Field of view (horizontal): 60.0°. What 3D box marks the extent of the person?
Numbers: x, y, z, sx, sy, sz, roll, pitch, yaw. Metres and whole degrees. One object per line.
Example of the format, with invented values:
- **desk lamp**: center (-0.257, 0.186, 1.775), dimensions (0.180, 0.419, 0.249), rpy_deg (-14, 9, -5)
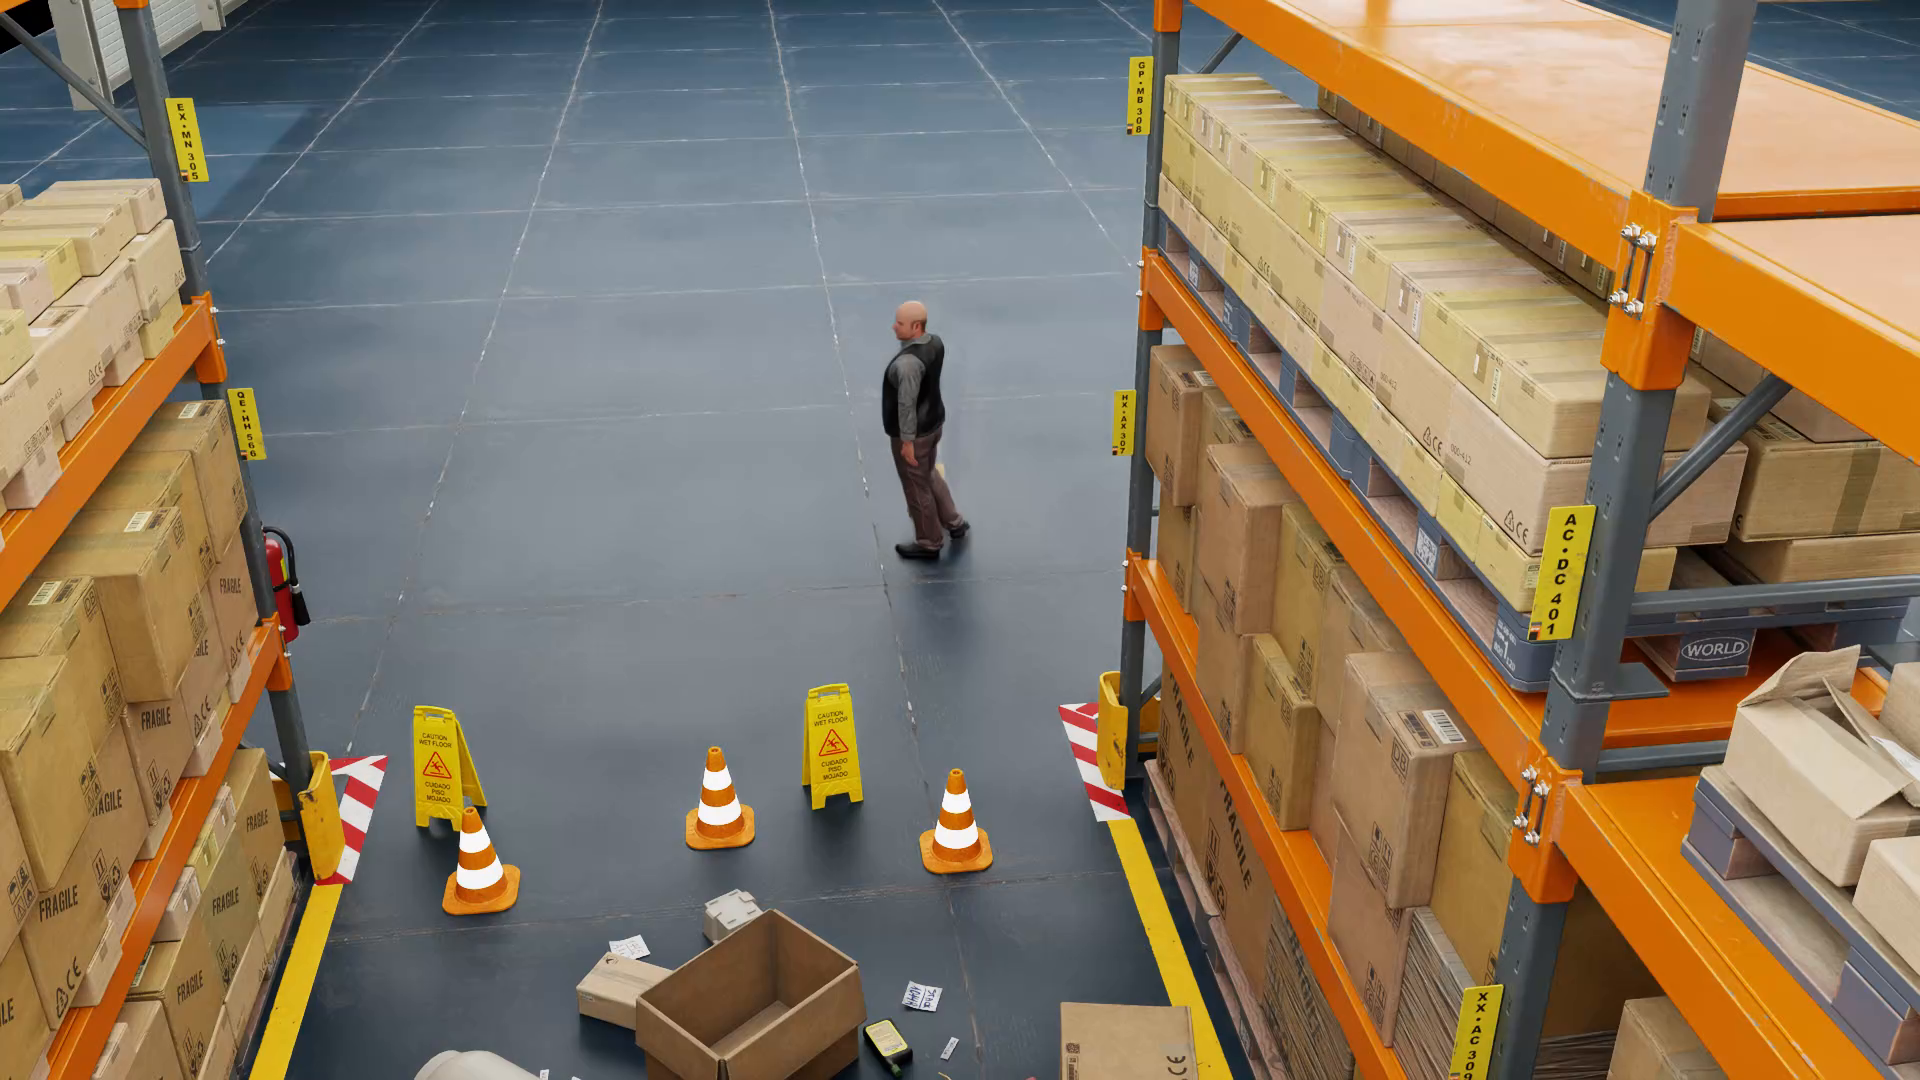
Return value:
- **person**: center (-0.229, -0.708, 10.485), dimensions (0.432, 1.715, 0.696), rpy_deg (10, 29, 20)
